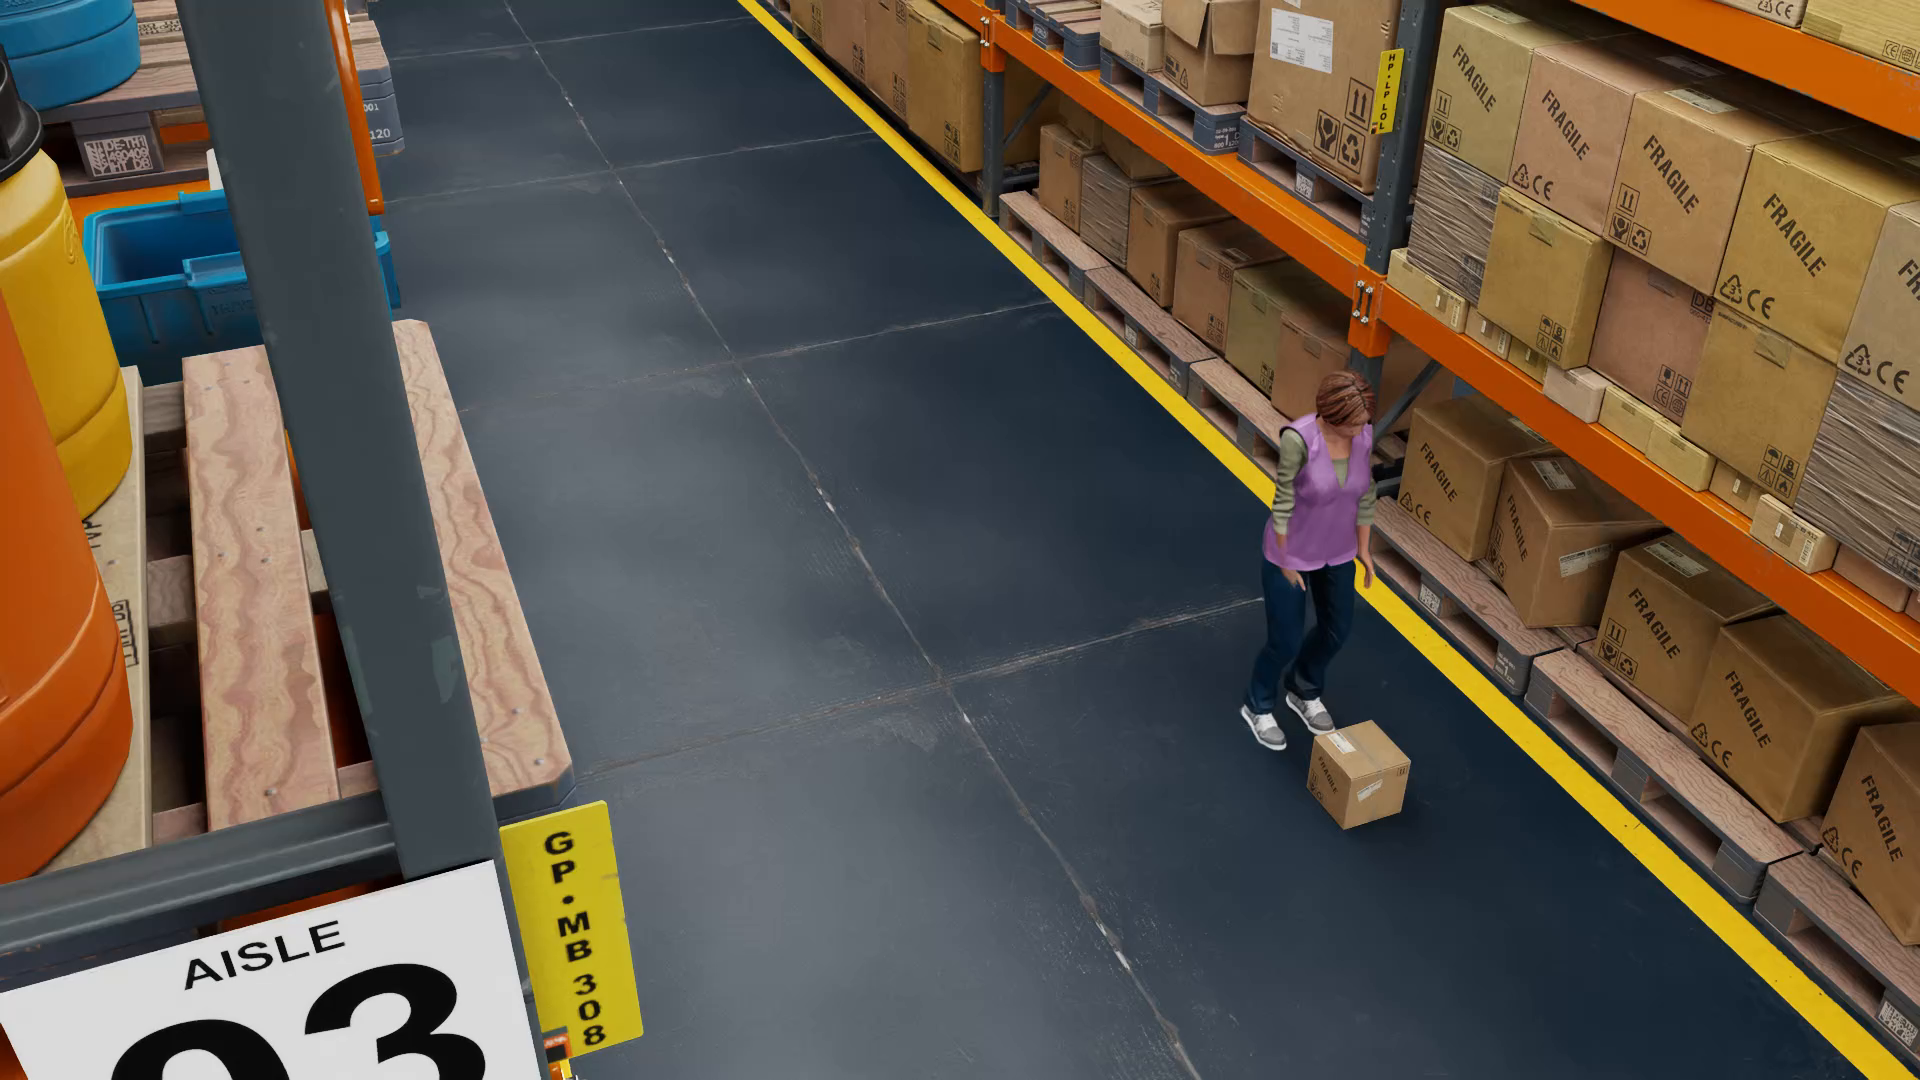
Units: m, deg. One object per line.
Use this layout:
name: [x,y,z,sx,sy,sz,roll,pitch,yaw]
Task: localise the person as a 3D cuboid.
person: [1.303,0.059,6.089,0.417,1.580,0.340,-12,36,-17]
